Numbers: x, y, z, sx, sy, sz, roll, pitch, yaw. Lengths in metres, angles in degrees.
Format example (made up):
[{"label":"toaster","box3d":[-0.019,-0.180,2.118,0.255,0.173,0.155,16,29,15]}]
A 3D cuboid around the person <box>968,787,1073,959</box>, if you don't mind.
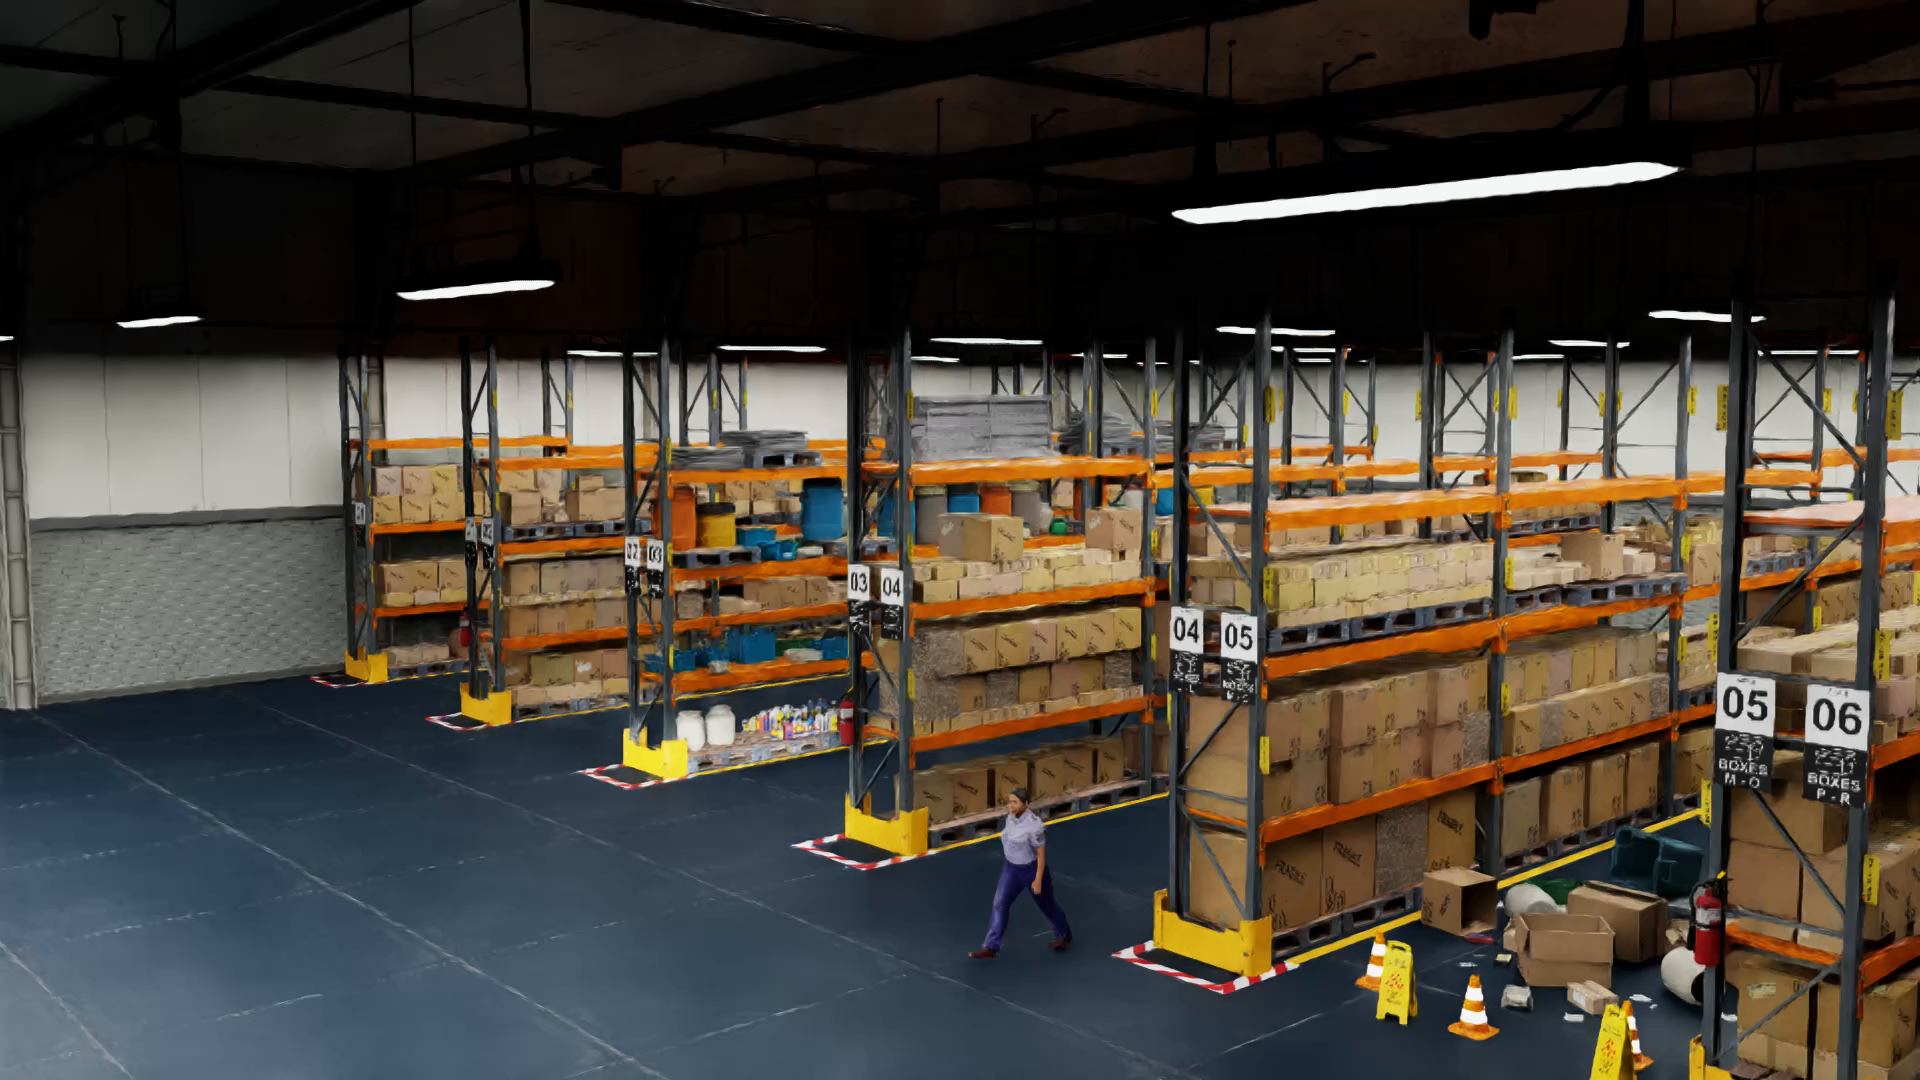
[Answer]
[{"label":"person","box3d":[0.593,3.022,15.146,1.093,1.554,0.478,-5,7,-44]}]
